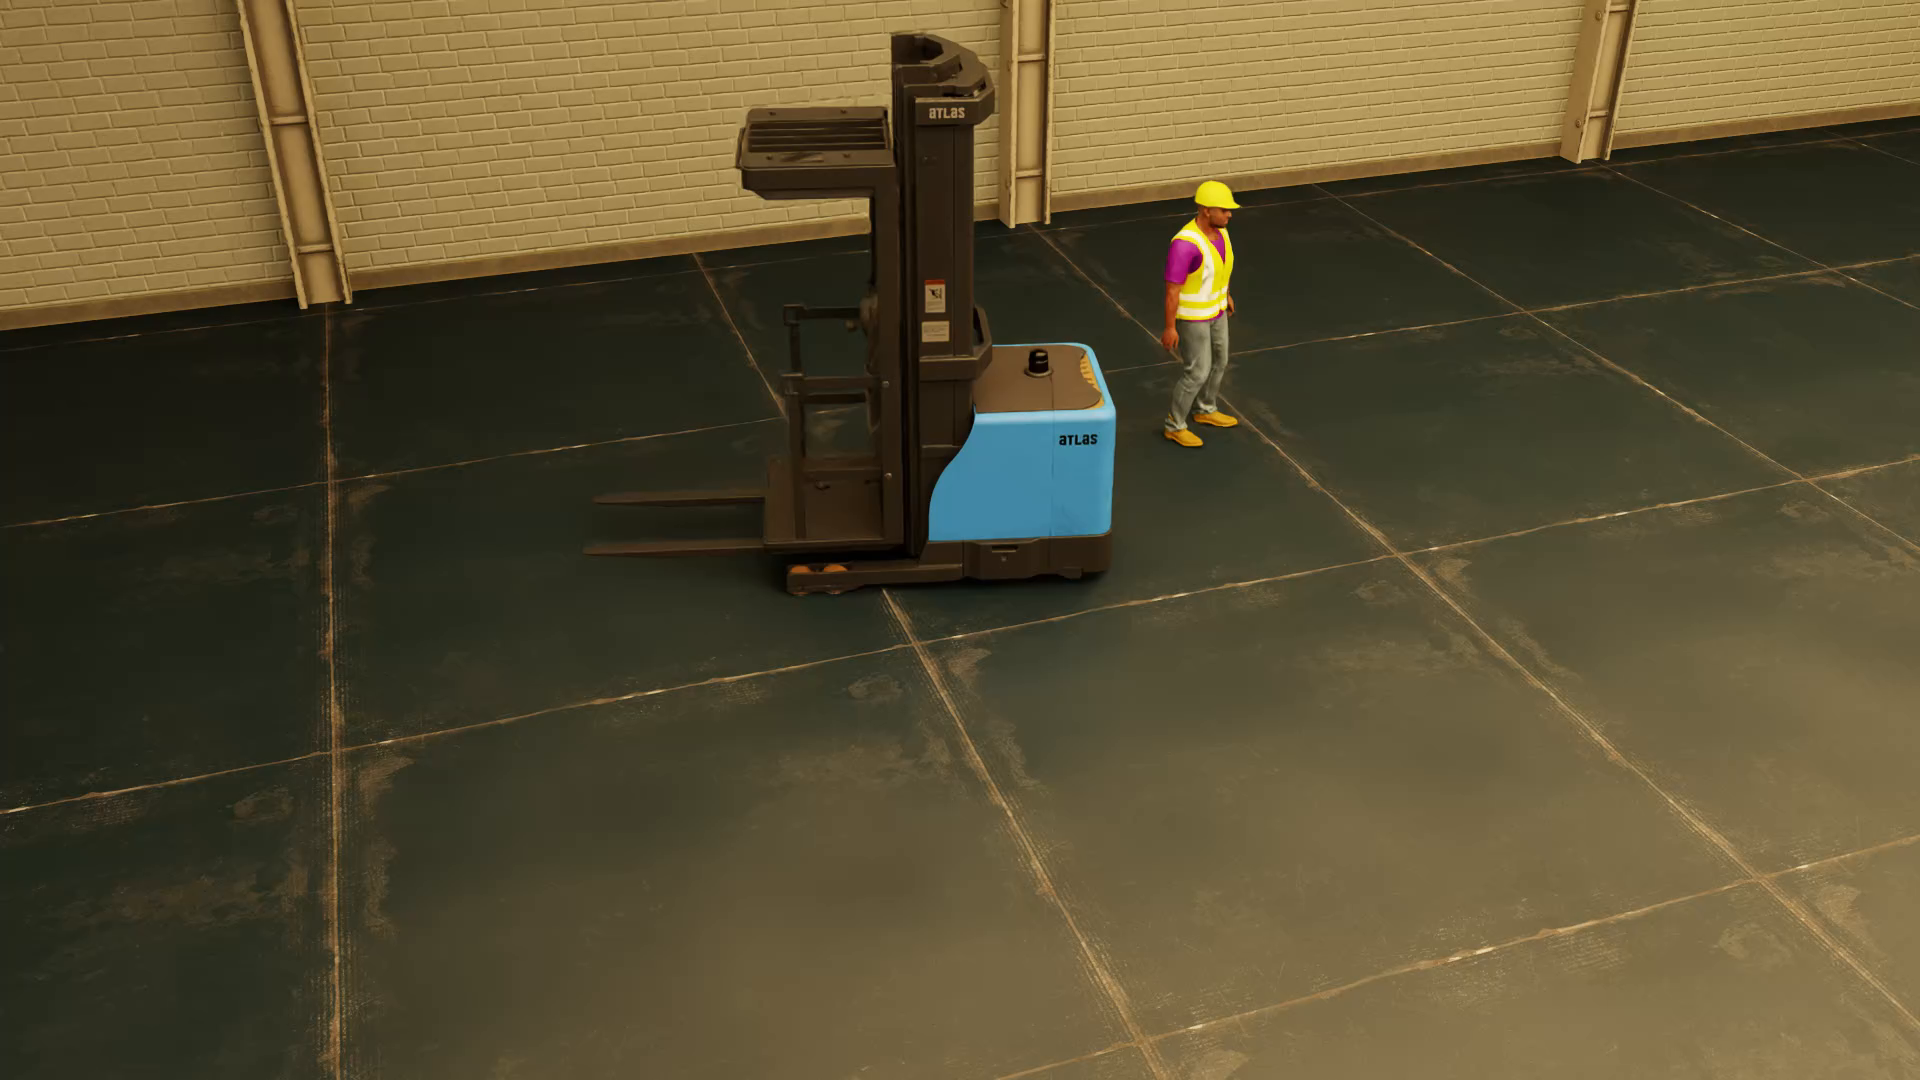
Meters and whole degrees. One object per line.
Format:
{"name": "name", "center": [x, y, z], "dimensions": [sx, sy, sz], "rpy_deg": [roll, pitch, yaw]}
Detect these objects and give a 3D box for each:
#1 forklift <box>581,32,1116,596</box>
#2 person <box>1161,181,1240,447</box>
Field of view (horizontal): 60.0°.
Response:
{"name": "forklift", "center": [-0.669, -1.228, 9.221], "dimensions": [3.031, 2.935, 1.130], "rpy_deg": [-2, 30, -4]}
{"name": "person", "center": [1.596, -1.483, 10.845], "dimensions": [0.393, 1.757, 0.756], "rpy_deg": [18, 35, 29]}
